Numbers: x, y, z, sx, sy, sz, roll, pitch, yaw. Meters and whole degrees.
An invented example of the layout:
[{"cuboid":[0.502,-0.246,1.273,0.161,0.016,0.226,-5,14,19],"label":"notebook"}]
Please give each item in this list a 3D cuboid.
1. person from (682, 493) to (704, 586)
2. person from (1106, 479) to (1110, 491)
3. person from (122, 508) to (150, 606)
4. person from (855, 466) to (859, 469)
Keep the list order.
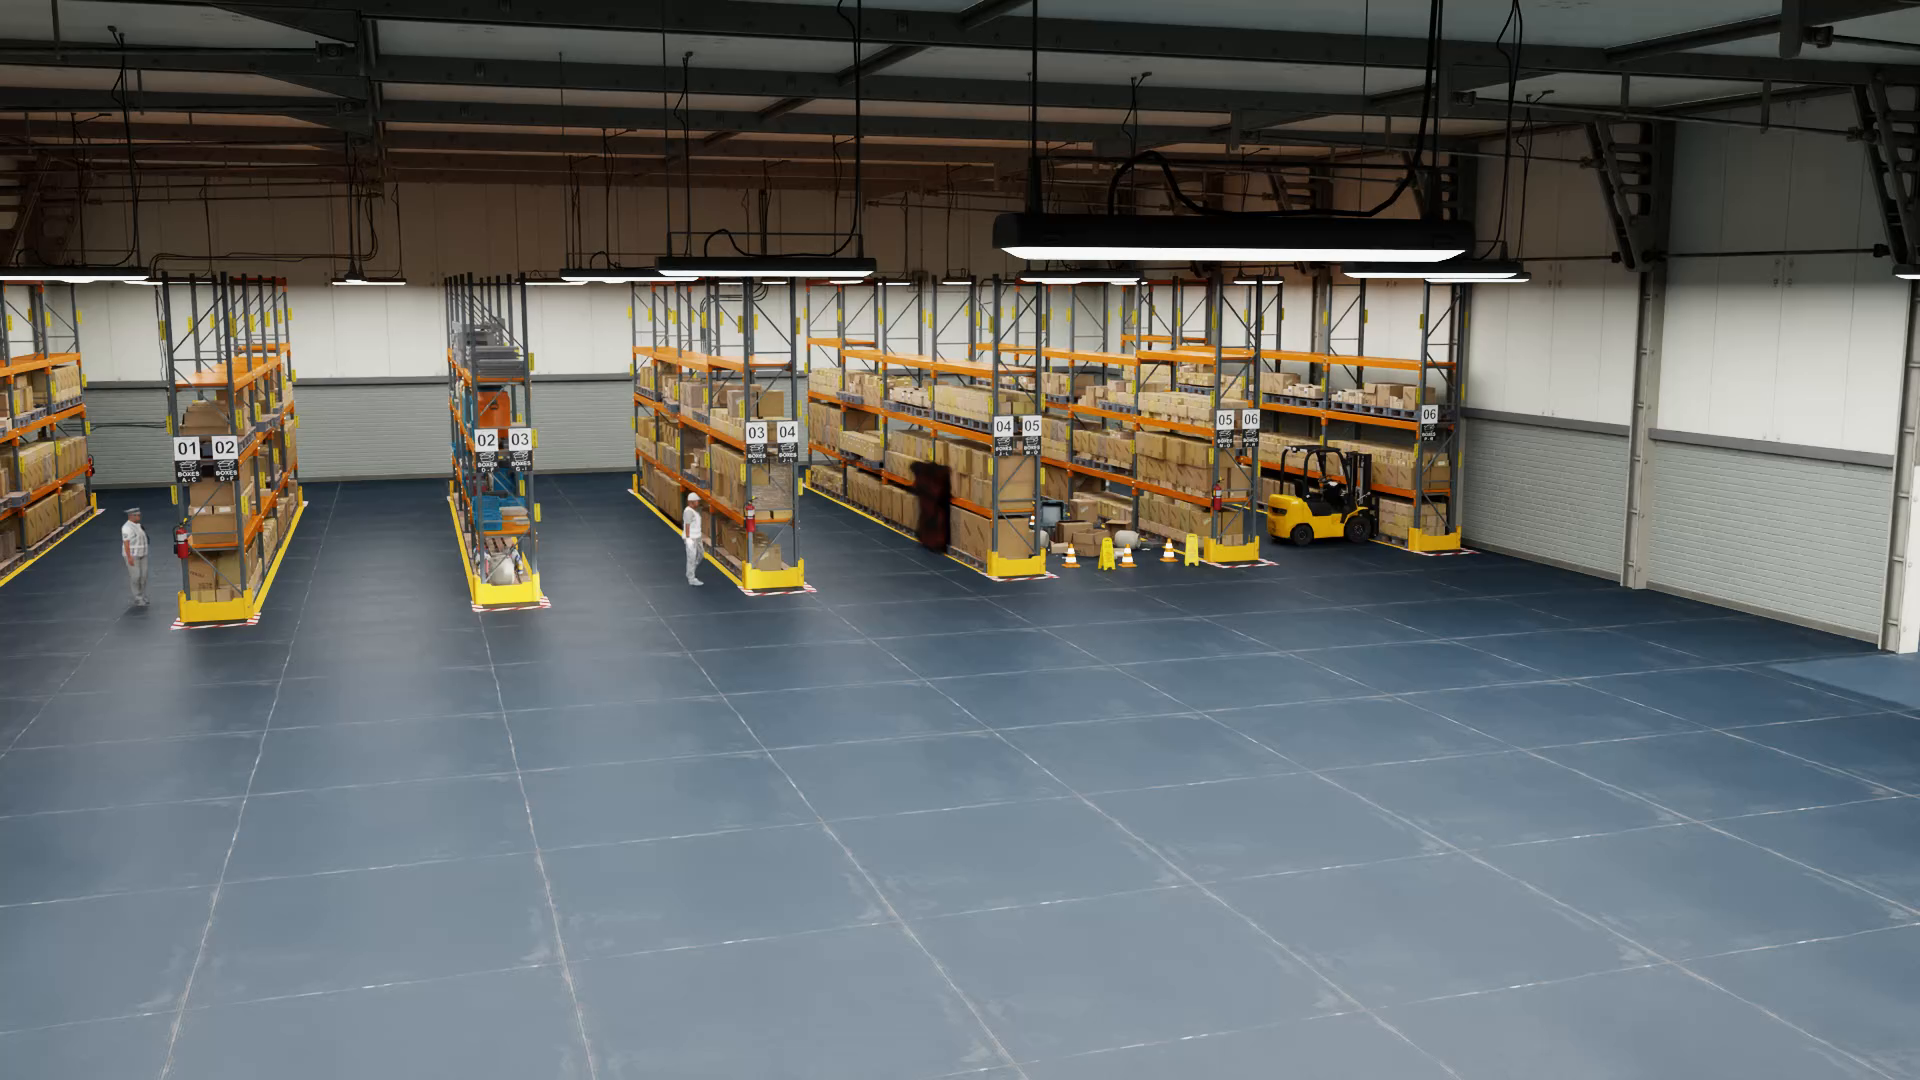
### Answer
[{"cuboid":[-5.212,-0.025,32.374,0.508,1.790,0.631,2,9,12],"label":"person"},{"cuboid":[3.996,-2.155,46.317,0.360,1.788,0.565,-2,9,-16],"label":"person"},{"cuboid":[-15.023,0.317,30.436,0.561,1.812,0.536,3,9,16],"label":"person"},{"cuboid":[-2.918,-2.791,50.717,0.908,1.730,0.559,-6,11,-36],"label":"person"}]
